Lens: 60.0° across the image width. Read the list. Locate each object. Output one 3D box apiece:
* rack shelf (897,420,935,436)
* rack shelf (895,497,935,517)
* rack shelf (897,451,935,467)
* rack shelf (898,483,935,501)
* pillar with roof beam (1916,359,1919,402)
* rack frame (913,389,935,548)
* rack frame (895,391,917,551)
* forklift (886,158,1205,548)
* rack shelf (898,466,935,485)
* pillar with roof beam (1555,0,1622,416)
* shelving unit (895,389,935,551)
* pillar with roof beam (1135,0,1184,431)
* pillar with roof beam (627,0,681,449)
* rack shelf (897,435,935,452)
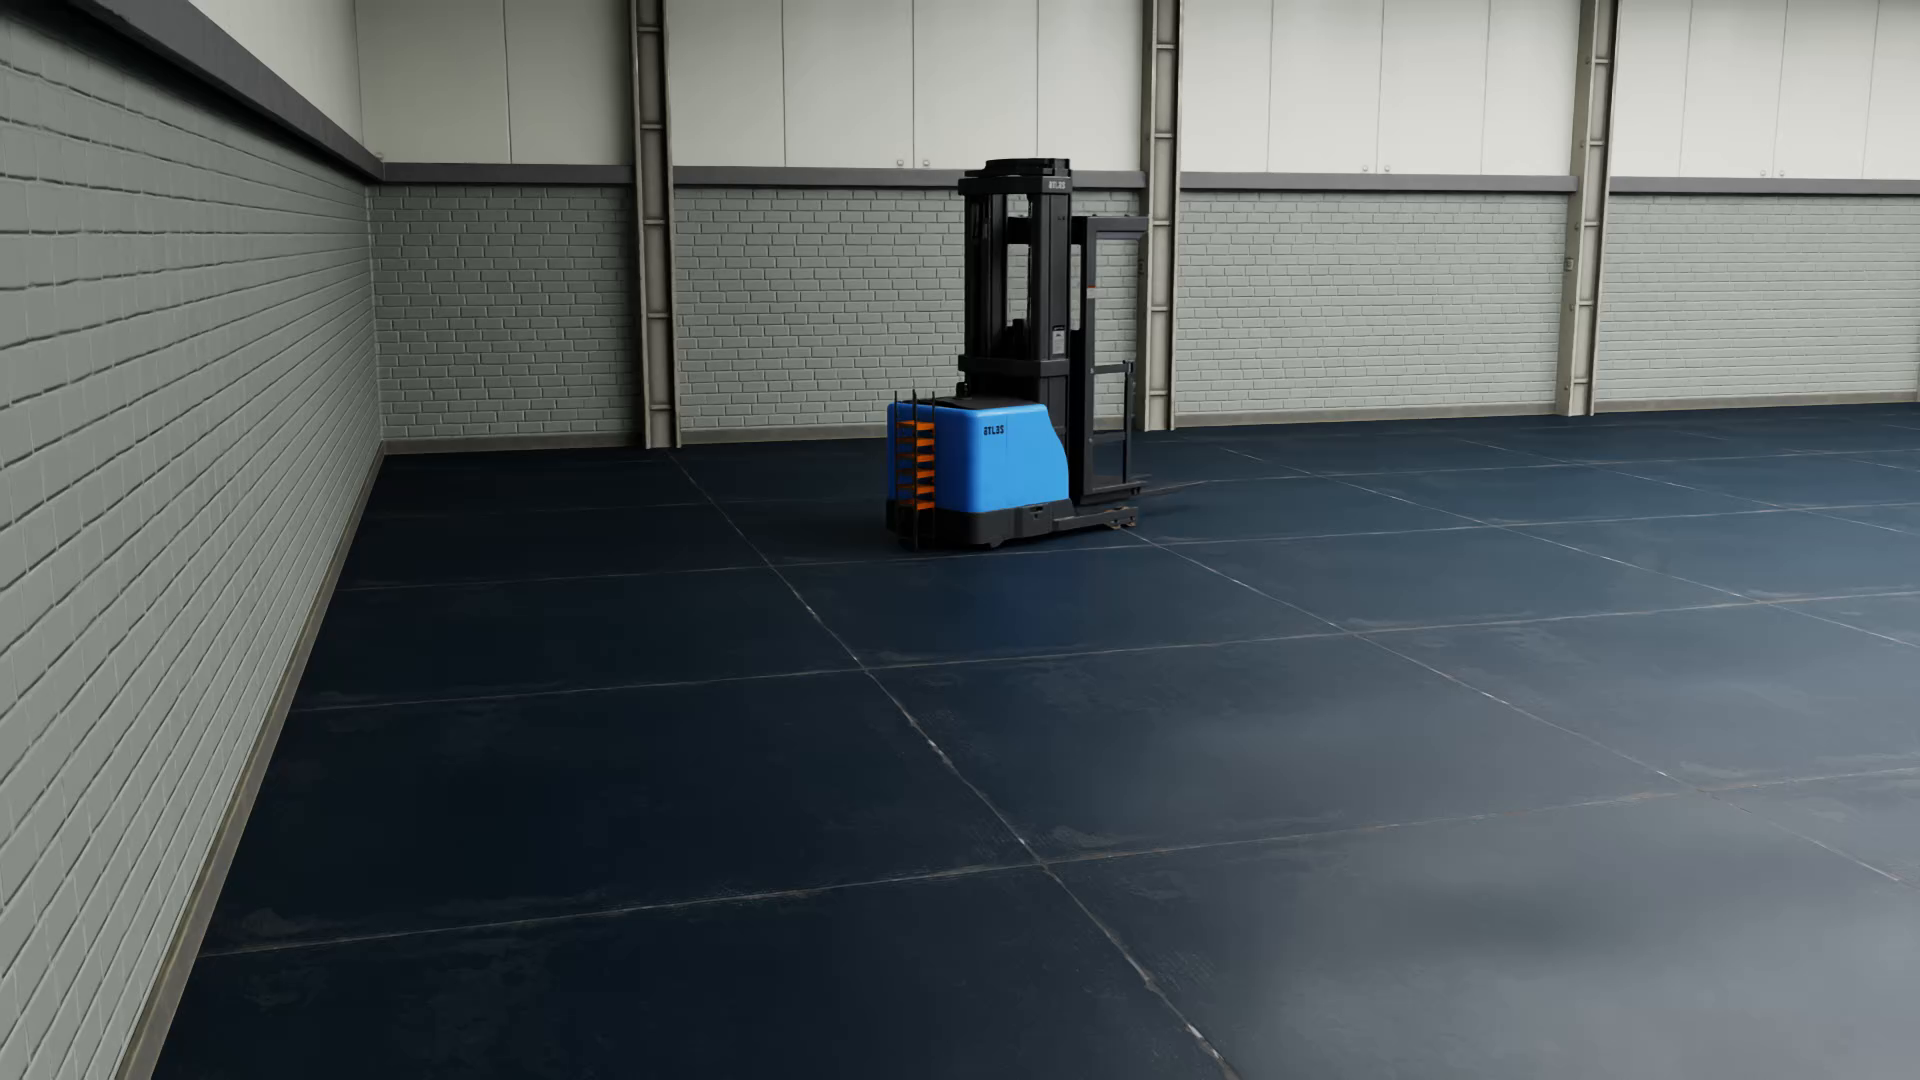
[{"bbox_3d":[-0.341,-0.843,12.566,0.180,0.103,0.258,-10,14,-43],"label":"rack shelf"},{"bbox_3d":[-0.341,-0.252,12.675,0.180,0.103,0.258,-10,14,-43],"label":"rack shelf"},{"bbox_3d":[-0.341,-0.607,12.610,0.180,0.103,0.258,-10,14,-43],"label":"rack shelf"},{"bbox_3d":[-0.341,-0.371,12.653,0.180,0.103,0.258,-10,14,-43],"label":"rack shelf"},{"bbox_3d":[15.117,-5.646,18.858,0.400,9.000,9.100,-3,11,-16],"label":"pillar with roof beam"},{"bbox_3d":[-0.275,-0.544,12.686,0.006,1.200,0.240,-10,14,-43],"label":"rack frame"},{"bbox_3d":[-0.407,-0.521,12.561,0.006,1.200,0.240,-10,14,-43],"label":"rack frame"},{"bbox_3d":[0.829,-1.585,13.561,3.031,2.935,1.130,-10,14,-43],"label":"forklift"},{"bbox_3d":[-0.341,-0.489,12.632,0.180,0.103,0.258,-10,14,-43],"label":"rack shelf"},{"bbox_3d":[9.356,-5.342,17.209,0.400,9.000,9.100,-3,11,-16],"label":"pillar with roof beam"},{"bbox_3d":[-0.341,-0.532,12.623,0.189,1.200,0.258,-10,14,-43],"label":"shelving unit"},{"bbox_3d":[3.595,-5.038,15.560,0.400,9.000,9.100,-3,11,-16],"label":"pillar with roof beam"},{"bbox_3d":[-2.166,-4.735,13.910,0.400,9.000,9.100,-3,11,-16],"label":"pillar with roof beam"},{"bbox_3d":[-0.341,-0.725,12.588,0.180,0.103,0.258,-10,14,-43],"label":"rack shelf"}]
